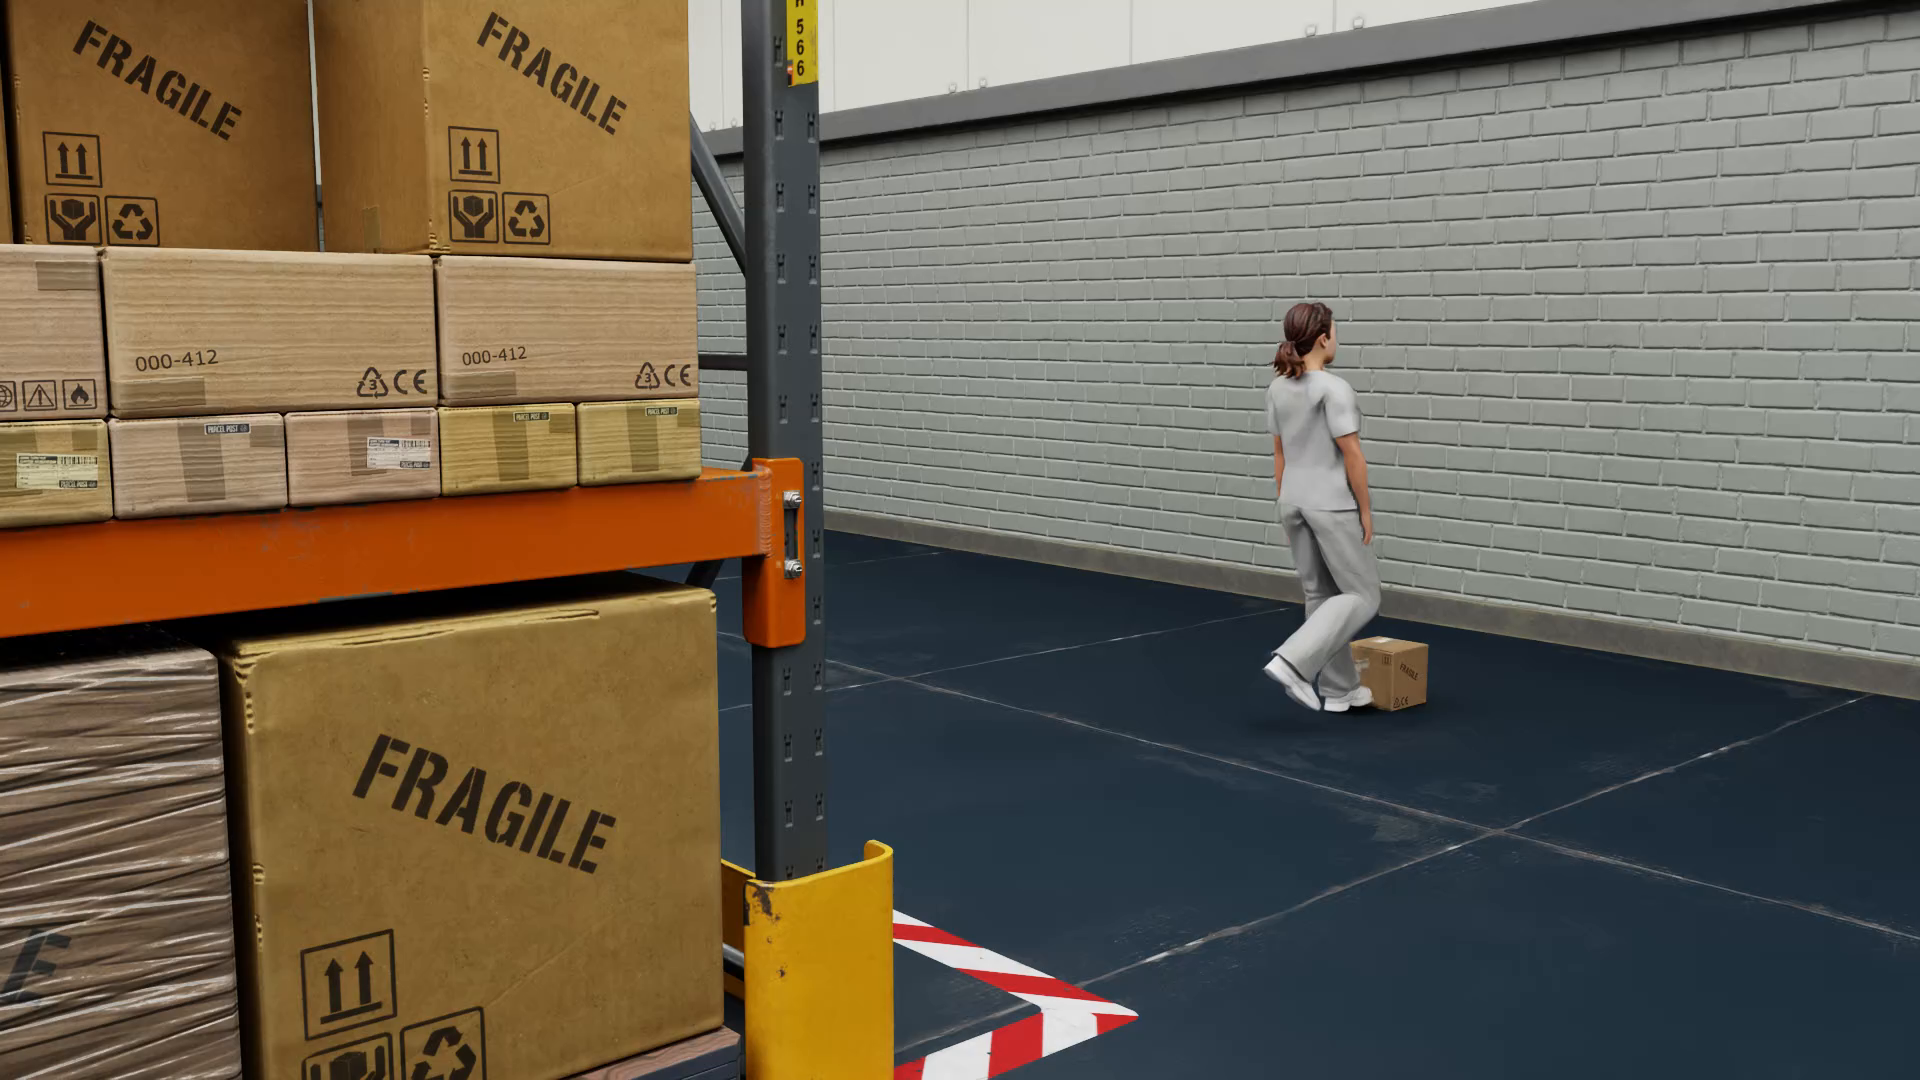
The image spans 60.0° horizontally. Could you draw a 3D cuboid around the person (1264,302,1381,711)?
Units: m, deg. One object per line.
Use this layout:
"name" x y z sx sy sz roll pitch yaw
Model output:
"person" 1.451 -0.109 6.601 0.743 1.653 0.462 -5 9 -33
